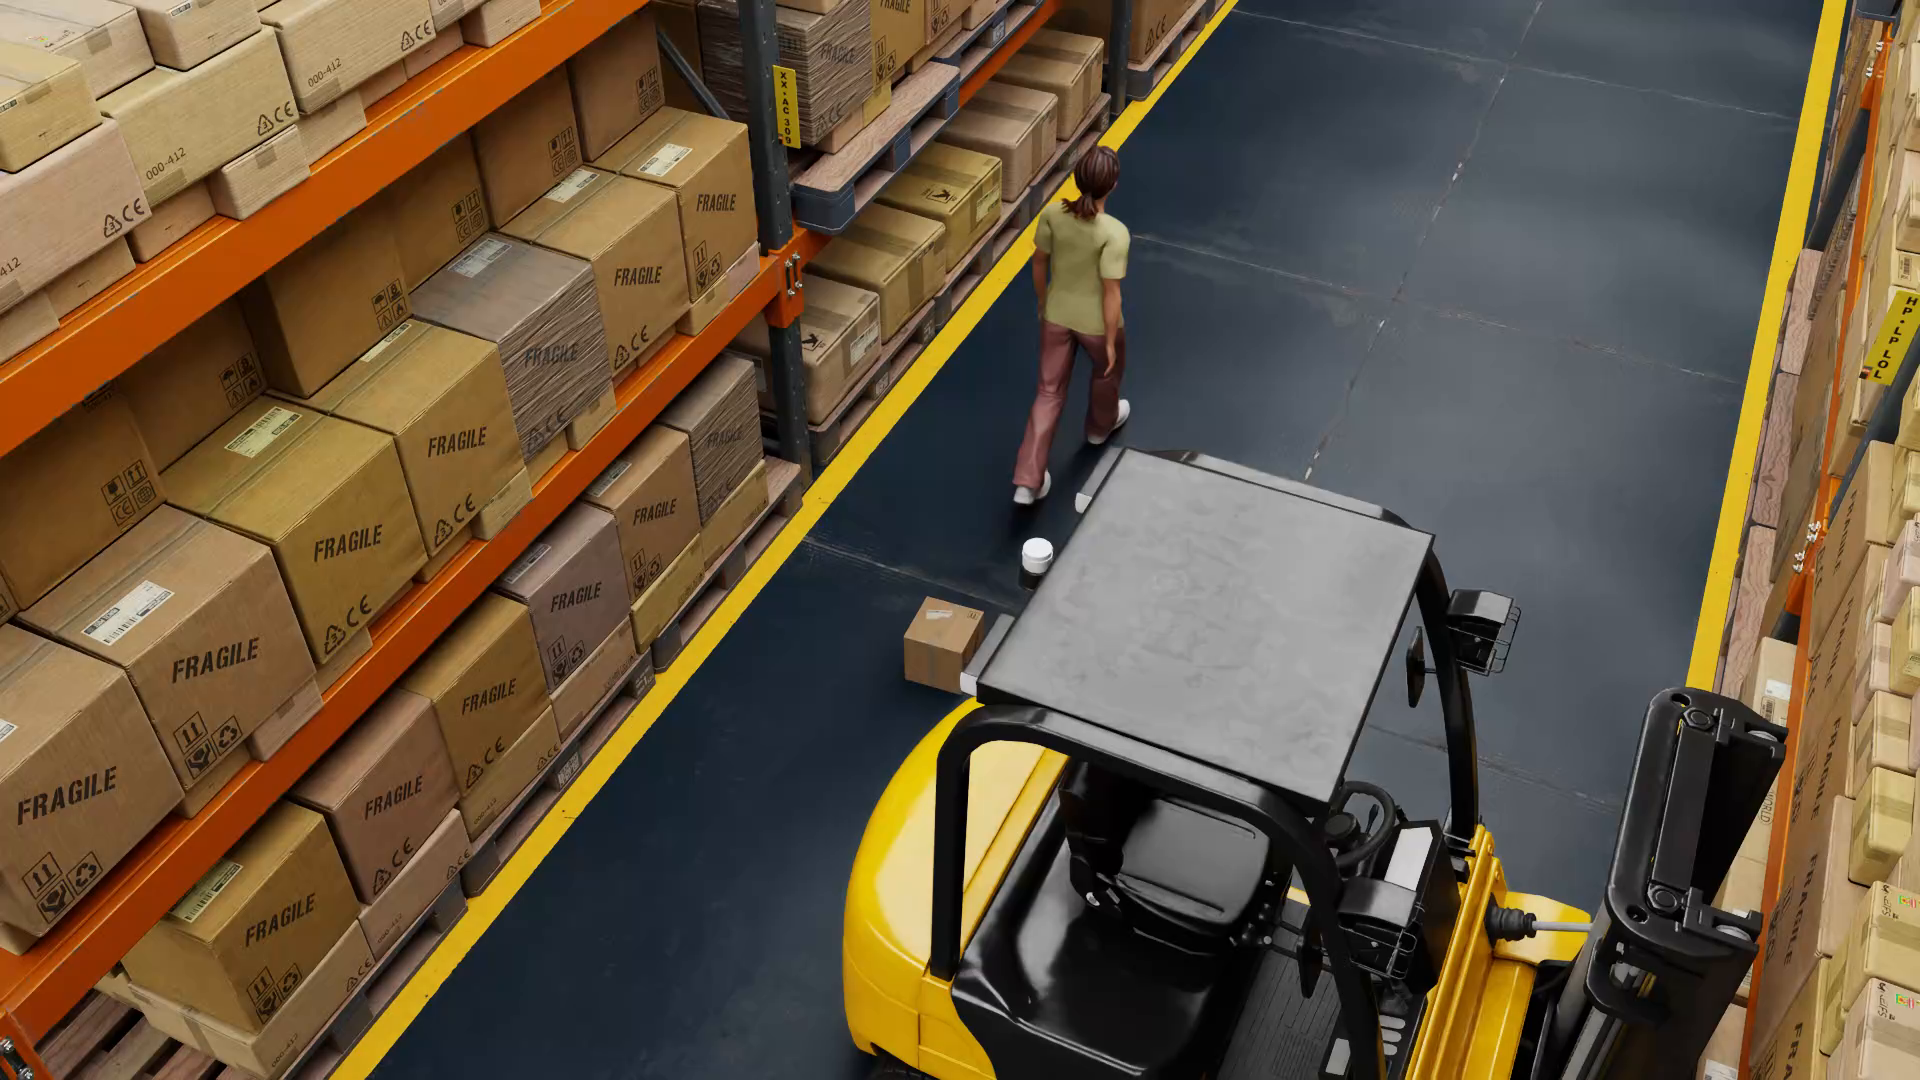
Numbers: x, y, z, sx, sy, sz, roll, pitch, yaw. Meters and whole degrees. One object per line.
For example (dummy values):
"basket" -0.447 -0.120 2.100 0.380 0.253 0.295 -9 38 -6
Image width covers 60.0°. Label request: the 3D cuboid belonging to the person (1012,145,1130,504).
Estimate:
"person" 0.495 -0.942 7.212 0.458 1.624 1.013 18 45 19
